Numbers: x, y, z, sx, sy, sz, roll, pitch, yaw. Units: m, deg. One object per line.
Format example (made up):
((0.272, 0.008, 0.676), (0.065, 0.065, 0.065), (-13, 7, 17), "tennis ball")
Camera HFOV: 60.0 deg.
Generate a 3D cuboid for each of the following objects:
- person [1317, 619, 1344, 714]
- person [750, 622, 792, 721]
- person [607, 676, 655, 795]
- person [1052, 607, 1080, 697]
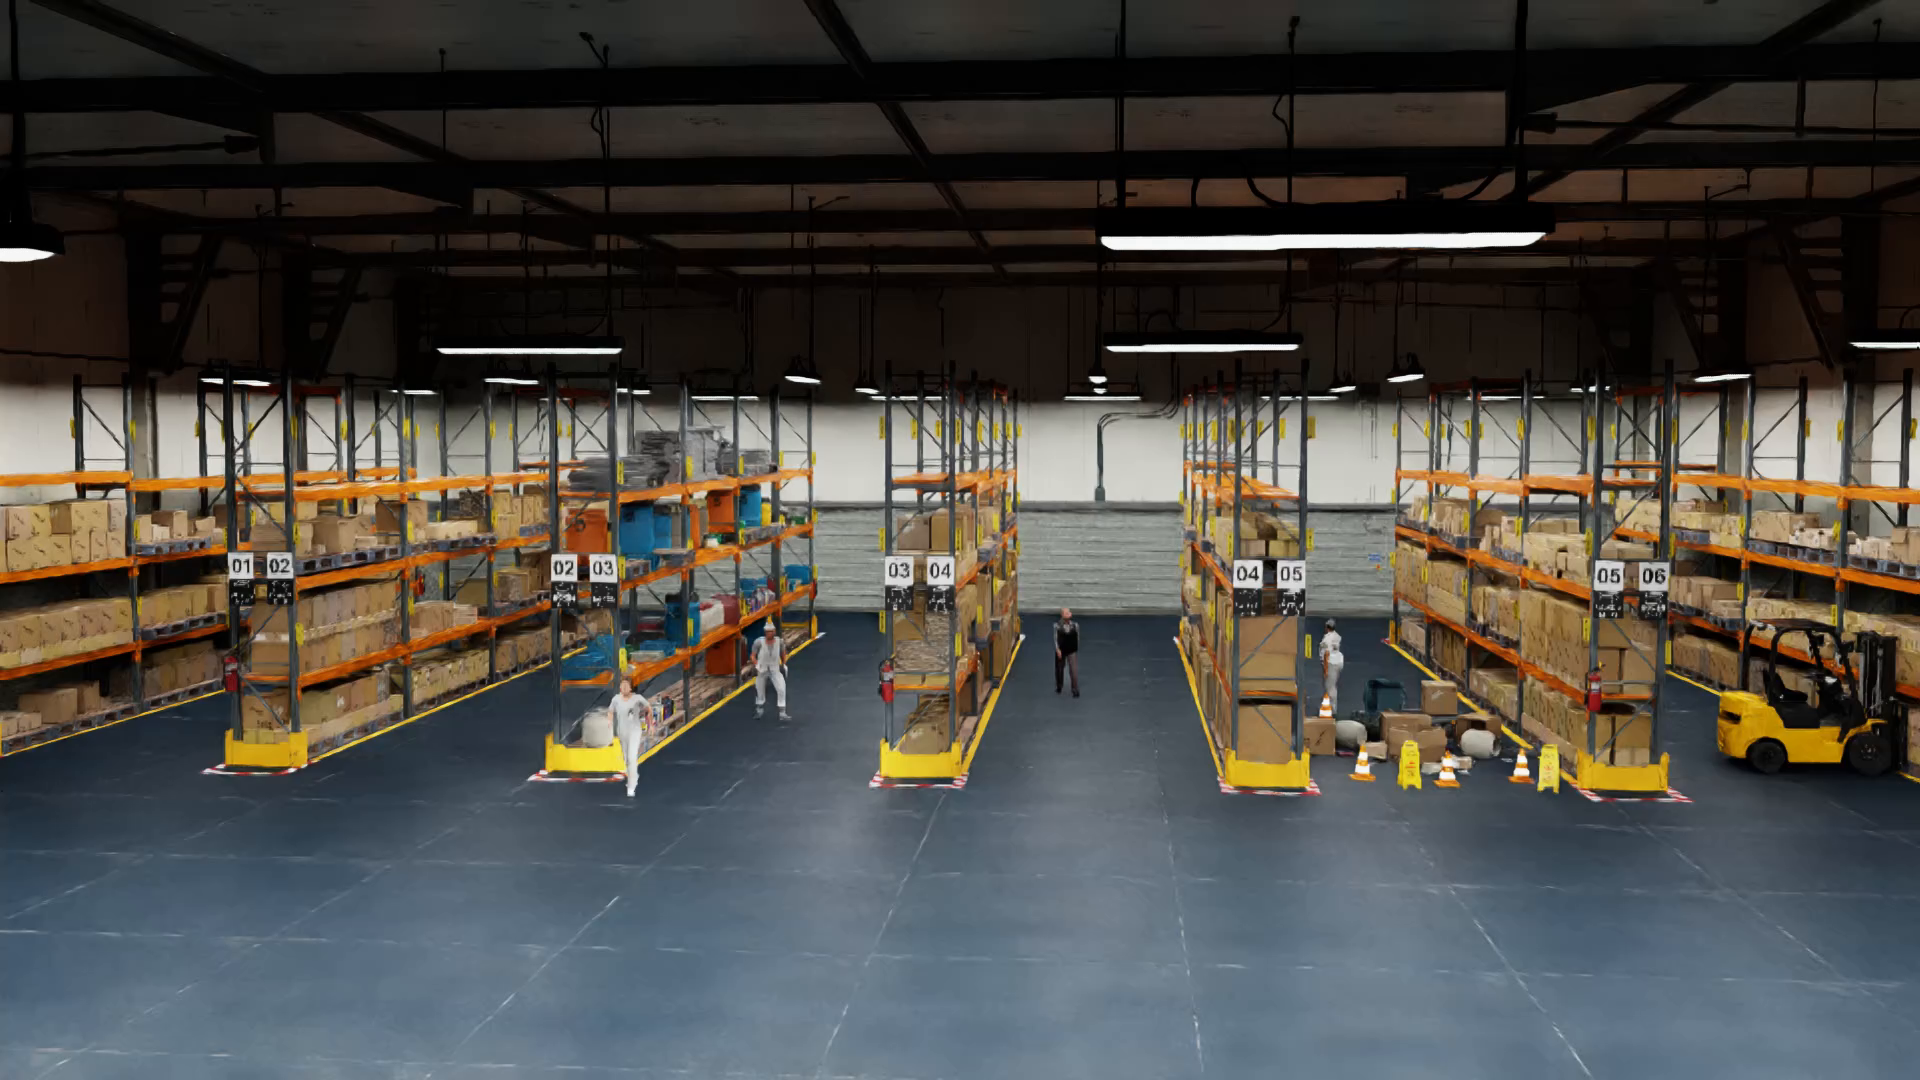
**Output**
((6.521, 2.231, 29.410), (0.477, 1.667, 0.523), (3, 5, 36), "person")
((-3.279, 2.249, 28.660), (0.686, 1.716, 0.838), (-1, 4, -11), "person")
((-4.600, 2.677, 23.141), (0.589, 1.600, 0.820), (1, 4, 11), "person")
((1.997, 2.098, 31.389), (0.538, 1.664, 1.026), (0, 4, -3), "person")
